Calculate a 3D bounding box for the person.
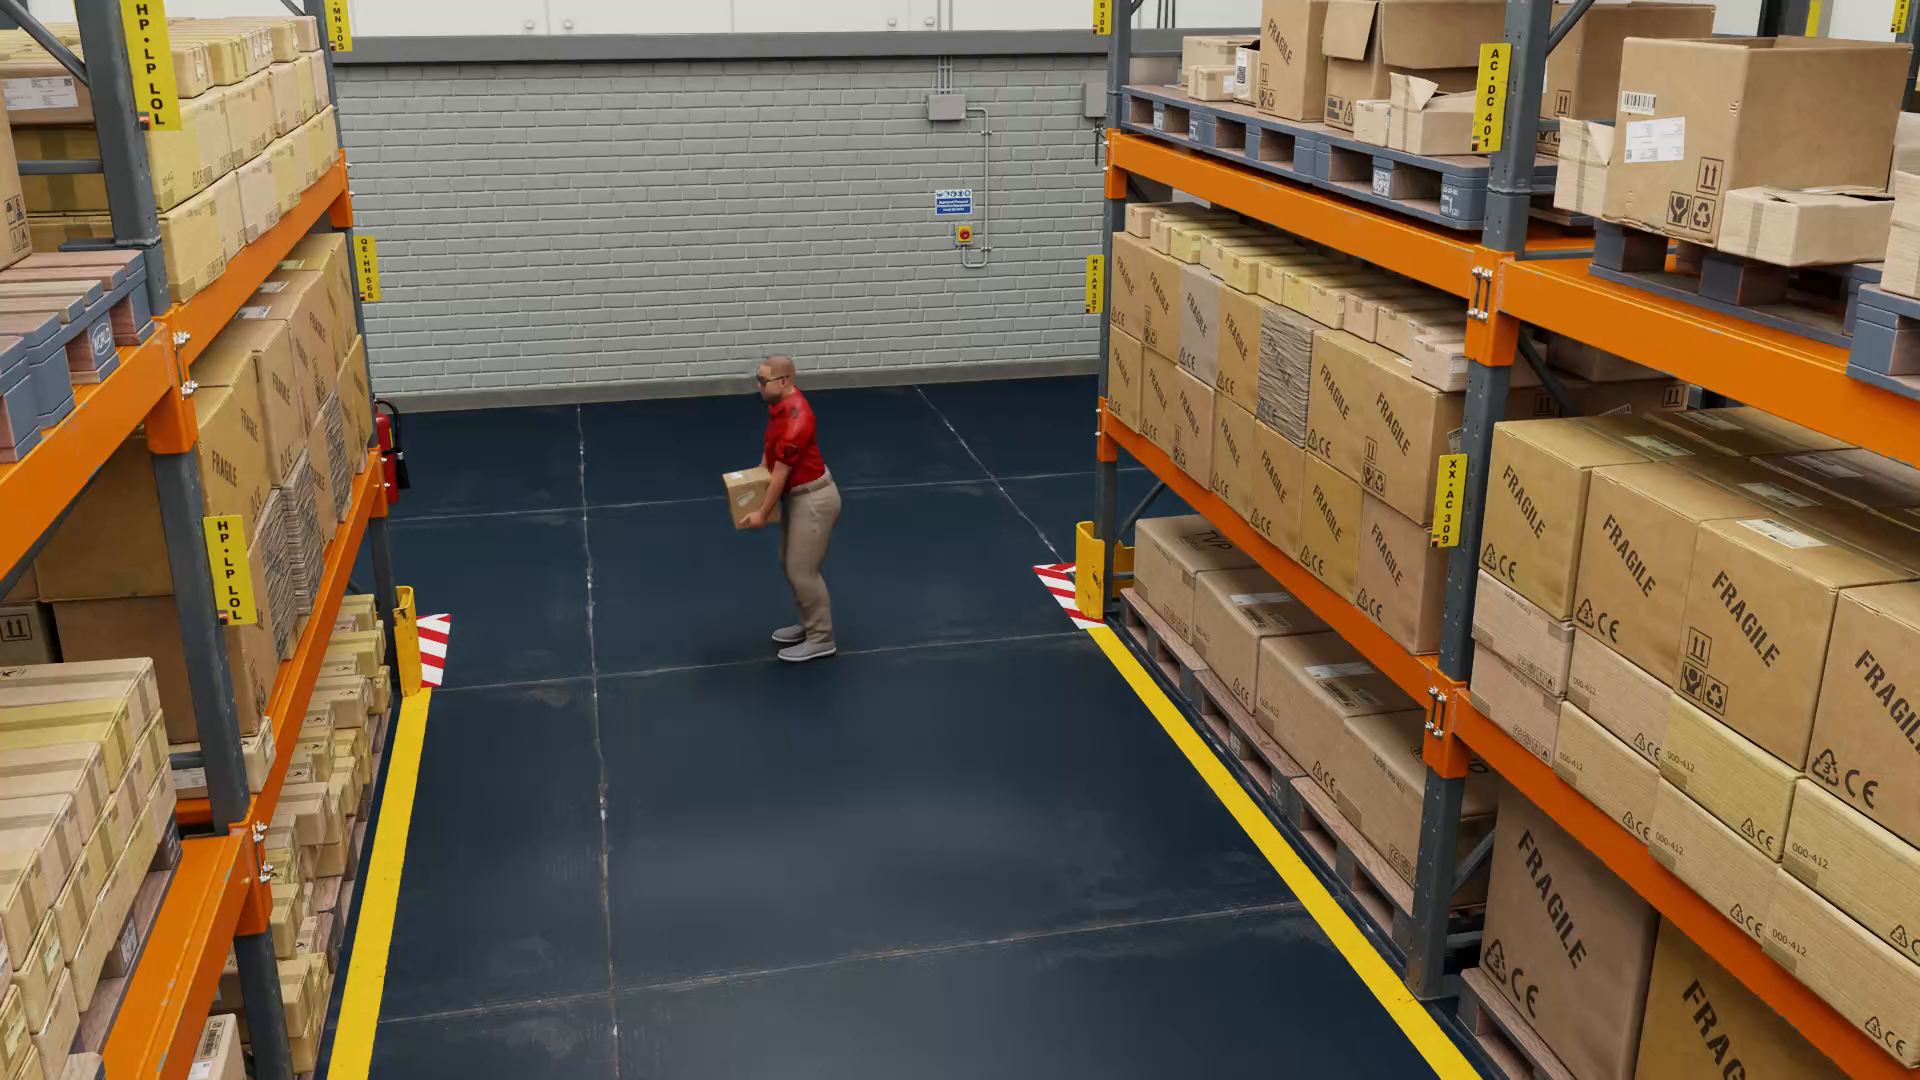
[{"bbox_3d":[-0.943,-0.181,9.144,0.572,1.711,0.485,-5,20,-13],"label":"person"}]
